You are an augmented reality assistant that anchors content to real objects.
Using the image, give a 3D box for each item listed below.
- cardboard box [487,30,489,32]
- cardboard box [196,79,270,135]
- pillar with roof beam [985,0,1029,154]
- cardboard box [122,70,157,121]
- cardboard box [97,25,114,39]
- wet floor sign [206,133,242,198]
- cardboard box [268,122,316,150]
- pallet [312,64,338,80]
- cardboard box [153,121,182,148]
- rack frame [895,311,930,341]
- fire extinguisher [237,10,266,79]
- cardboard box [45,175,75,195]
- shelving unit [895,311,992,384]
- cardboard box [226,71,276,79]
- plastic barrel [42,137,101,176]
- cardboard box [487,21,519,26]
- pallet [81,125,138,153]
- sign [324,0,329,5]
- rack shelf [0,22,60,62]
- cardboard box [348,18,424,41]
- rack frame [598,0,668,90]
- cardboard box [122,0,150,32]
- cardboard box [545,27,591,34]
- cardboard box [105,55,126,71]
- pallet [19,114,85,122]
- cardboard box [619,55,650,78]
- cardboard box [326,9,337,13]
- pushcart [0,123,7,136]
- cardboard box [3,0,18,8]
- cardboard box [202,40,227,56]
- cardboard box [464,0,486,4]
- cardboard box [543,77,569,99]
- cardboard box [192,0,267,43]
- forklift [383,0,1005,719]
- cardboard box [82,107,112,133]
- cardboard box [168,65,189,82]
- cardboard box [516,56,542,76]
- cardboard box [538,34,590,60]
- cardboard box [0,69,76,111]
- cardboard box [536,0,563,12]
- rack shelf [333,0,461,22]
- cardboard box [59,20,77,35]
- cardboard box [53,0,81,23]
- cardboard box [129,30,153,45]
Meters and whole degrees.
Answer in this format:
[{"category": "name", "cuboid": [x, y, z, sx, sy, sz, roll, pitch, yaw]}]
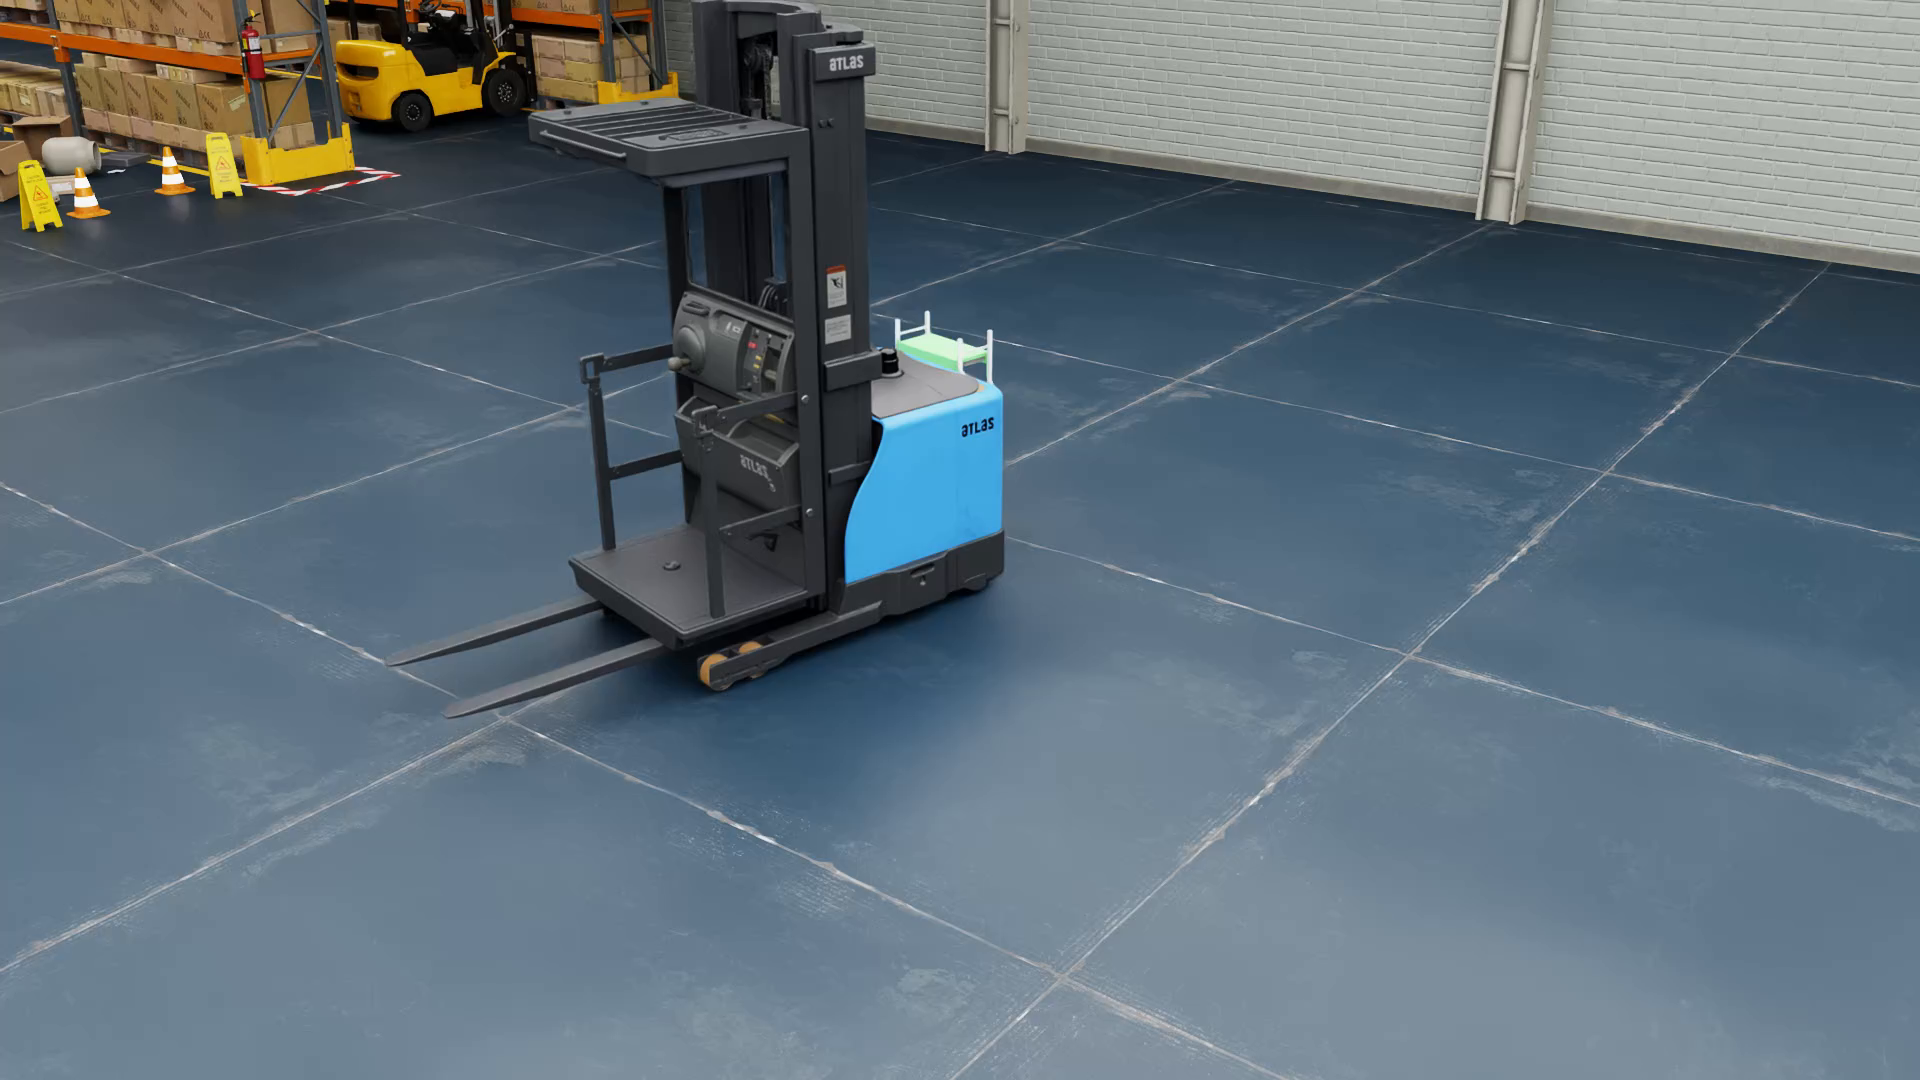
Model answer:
[{"category": "cardboard box", "cuboid": [-6.434, -6.888, 22.812, 0.500, 0.250, 0.500, 18, 29, 35]}, {"category": "cardboard box", "cuboid": [-8.012, -4.775, 18.327, 0.500, 0.500, 0.500, 17, 29, 34]}, {"category": "pillar with roof beam", "cuboid": [-2.038, -7.356, 14.784, 0.400, 9.000, 9.100, 17, 29, 33]}, {"category": "cardboard box", "cuboid": [-9.256, -5.152, 19.181, 0.500, 0.500, 0.500, 19, 30, 36]}, {"category": "cardboard box", "cuboid": [-9.715, -5.891, 19.213, 0.250, 0.149, 0.380, 18, 29, 35]}, {"category": "wet floor sign", "cuboid": [-7.704, -3.920, 17.347, 0.267, 0.644, 0.232, -15, 28, -30]}, {"category": "cardboard box", "cuboid": [-7.694, -4.607, 18.875, 0.500, 0.250, 0.500, 17, 29, 33]}, {"category": "pallet", "cuboid": [-9.035, -7.143, 25.199, 1.213, 0.211, 1.003, 17, 29, 33]}, {"category": "cardboard box", "cuboid": [-8.855, -4.684, 19.049, 0.500, 0.250, 0.500, 16, 28, 31]}, {"category": "rack frame", "cuboid": [-0.260, -0.671, 9.281, 0.240, 1.200, 0.015, -21, 31, -39]}, {"category": "fire extinguisher", "cuboid": [-7.400, -5.177, 17.375, 0.183, 0.674, 0.296, 17, 29, 33]}, {"category": "cardboard box", "cuboid": [-9.474, -3.749, 17.574, 0.380, 0.149, 0.250, -10, 26, -21]}, {"category": "shelving unit", "cuboid": [-0.092, -0.599, 9.120, 0.258, 1.200, 0.503, -21, 31, -39]}, {"category": "cardboard box", "cuboid": [-8.135, -5.081, 19.020, 0.500, 0.500, 0.500, 16, 28, 31]}, {"category": "plastic barrel", "cuboid": [-9.776, -4.221, 18.304, 0.512, 0.421, 0.421, -5, 24, -12]}, {"category": "cardboard box", "cuboid": [-6.517, -7.175, 23.465, 0.500, 0.250, 0.500, 16, 29, 33]}, {"category": "pallet", "cuboid": [-9.857, -4.929, 20.175, 1.213, 0.211, 1.003, 17, 29, 33]}, {"category": "sign", "cuboid": [-6.889, -5.960, 17.983, 0.005, 0.325, 0.100, 17, 29, 33]}, {"category": "rack shelf", "cuboid": [-12.016, -6.510, 21.198, 4.000, 0.370, 1.077, 17, 29, 33]}, {"category": "cardboard box", "cuboid": [-8.482, -7.376, 24.696, 0.625, 0.625, 0.875, 16, 29, 33]}, {"category": "rack frame", "cuboid": [-4.241, -6.991, 21.397, 0.127, 3.000, 1.000, 17, 29, 33]}, {"category": "cardboard box", "cuboid": [-9.005, -5.986, 18.623, 0.500, 0.500, 0.500, 17, 29, 34]}, {"category": "cardboard box", "cuboid": [-5.308, -6.804, 22.621, 0.500, 0.250, 0.500, 17, 29, 33]}, {"category": "cardboard box", "cuboid": [-9.629, -5.527, 19.228, 0.250, 0.149, 0.380, 18, 30, 35]}, {"category": "pallet", "cuboid": [-11.039, -5.268, 20.944, 1.213, 0.211, 1.003, 17, 29, 33]}, {"category": "cardboard box", "cuboid": [-4.492, -6.334, 22.176, 0.500, 0.250, 0.500, 17, 29, 34]}, {"category": "cardboard box", "cuboid": [-10.151, -7.876, 25.829, 0.625, 0.625, 0.875, 18, 29, 35]}, {"category": "pushcart", "cuboid": [-11.743, -4.408, 18.787, 0.936, 0.377, 1.648, 7, 25, 15]}, {"category": "cardboard box", "cuboid": [-11.421, -6.589, 20.274, 0.250, 0.149, 0.380, 16, 29, 32]}, {"category": "cardboard box", "cuboid": [-7.912, -5.321, 17.917, 0.250, 0.149, 0.380, 16, 29, 33]}, {"category": "cardboard box", "cuboid": [-6.410, -7.570, 22.586, 0.500, 0.500, 0.500, 16, 29, 33]}, {"category": "cardboard box", "cuboid": [-5.198, -6.060, 22.173, 0.500, 0.250, 0.500, 17, 29, 33]}, {"category": "cardboard box", "cuboid": [-7.814, -5.613, 17.776, 0.500, 0.500, 0.500, 16, 29, 32]}, {"category": "forklift", "cuboid": [-1.220, -0.885, 7.623, 3.031, 2.935, 1.130, -19, 30, -36]}, {"category": "cardboard box", "cuboid": [-10.105, -5.060, 19.903, 0.500, 0.250, 0.500, 15, 28, 31]}, {"category": "cardboard box", "cuboid": [-8.545, -5.201, 18.489, 0.250, 0.149, 0.380, 17, 29, 34]}, {"category": "cardboard box", "cuboid": [-5.638, -6.413, 22.355, 0.500, 0.250, 0.500, 16, 28, 32]}, {"category": "cardboard box", "cuboid": [-5.208, -6.515, 21.965, 0.500, 0.250, 0.500, 17, 29, 34]}, {"category": "cardboard box", "cuboid": [-11.971, -5.812, 21.459, 0.625, 0.372, 0.950, 18, 29, 35]}, {"category": "cardboard box", "cuboid": [-5.202, -7.199, 21.746, 0.500, 0.500, 0.500, 18, 29, 35]}, {"category": "rack shelf", "cuboid": [-9.042, -8.113, 24.835, 4.000, 0.370, 1.077, 17, 29, 33]}, {"category": "cardboard box", "cuboid": [-10.356, -6.061, 19.598, 0.250, 0.149, 0.380, 17, 29, 33]}, {"category": "cardboard box", "cuboid": [-10.231, -6.341, 19.429, 0.500, 0.500, 0.500, 17, 29, 33]}, {"category": "cardboard box", "cuboid": [-9.119, -5.697, 18.771, 0.250, 0.149, 0.380, 17, 29, 33]}]
